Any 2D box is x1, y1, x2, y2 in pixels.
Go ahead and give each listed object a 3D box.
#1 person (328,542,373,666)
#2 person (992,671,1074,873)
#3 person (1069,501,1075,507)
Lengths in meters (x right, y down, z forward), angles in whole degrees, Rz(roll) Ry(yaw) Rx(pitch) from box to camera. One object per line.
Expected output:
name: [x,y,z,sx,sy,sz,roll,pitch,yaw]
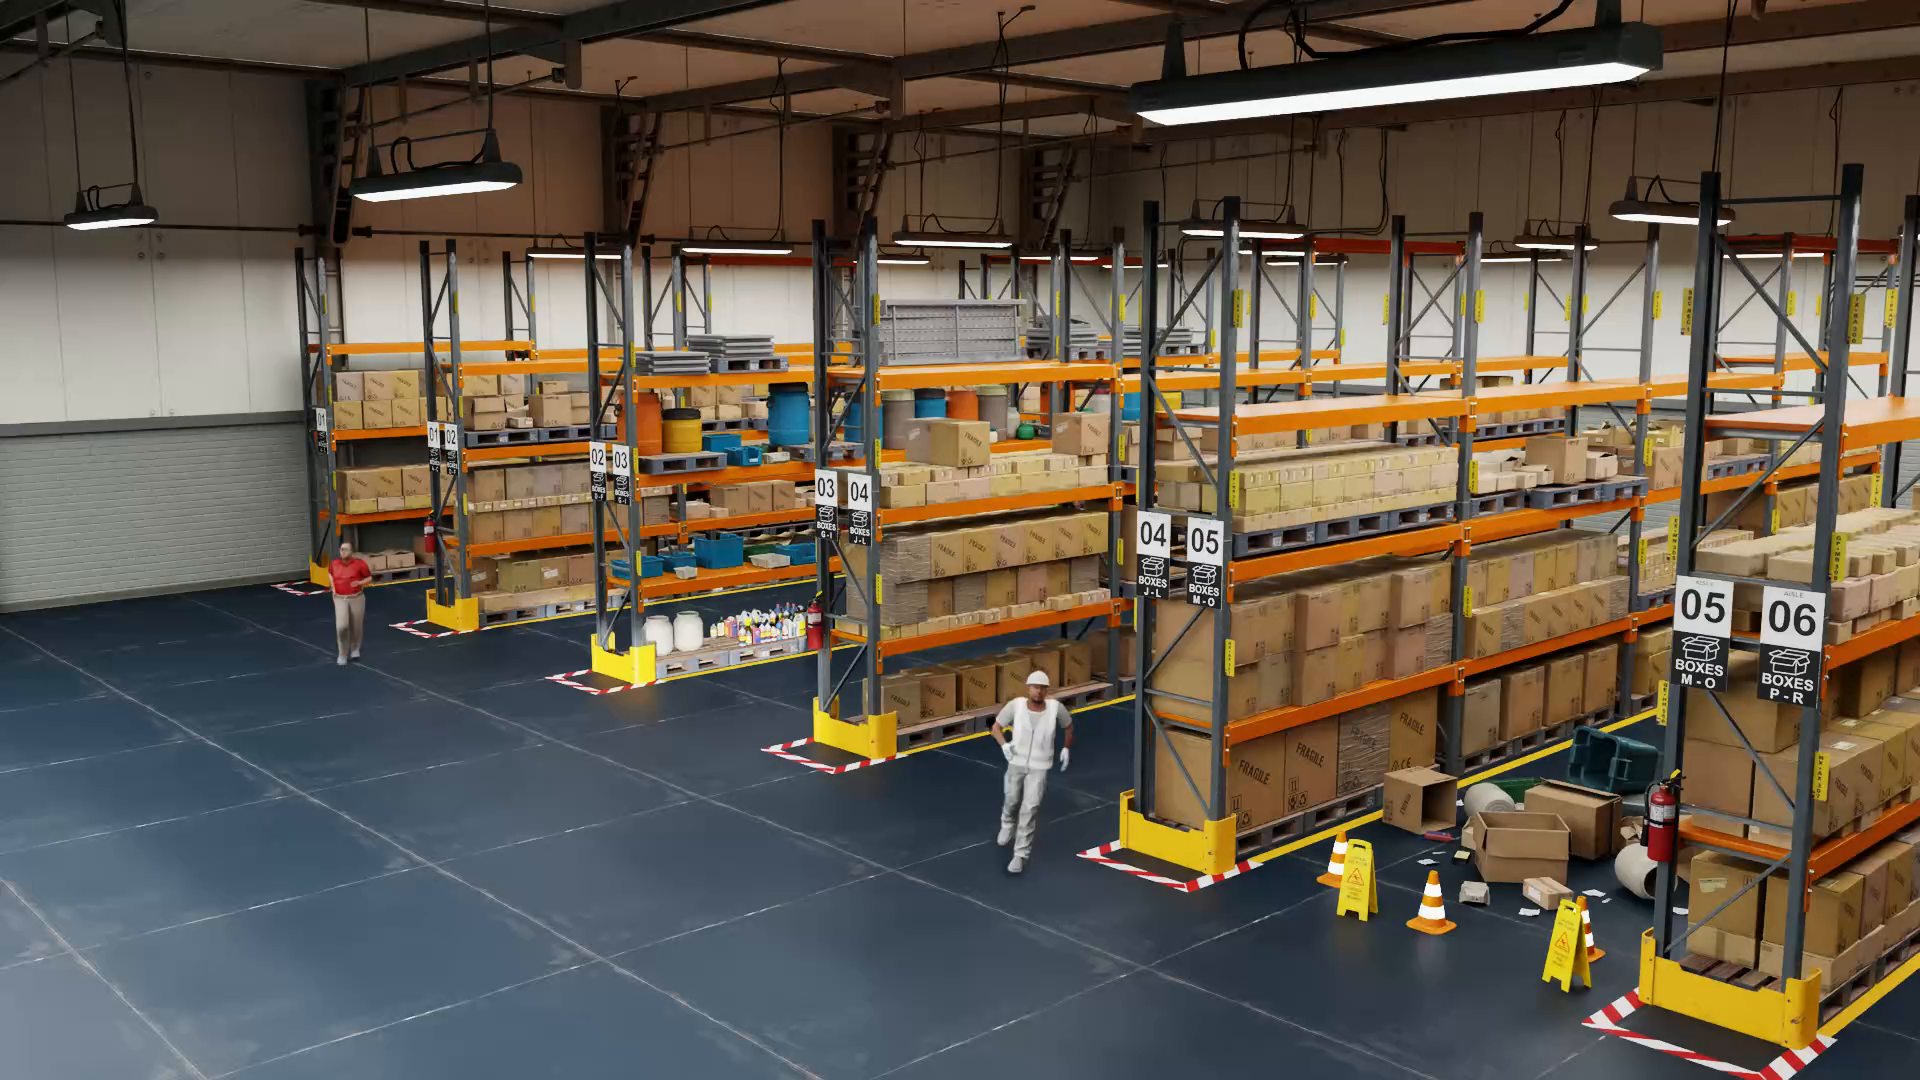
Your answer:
person: [-8.597,0.914,23.449,0.626,1.781,0.728,-2,9,-13]
person: [0.657,2.059,15.203,0.743,1.753,0.987,1,8,6]
person: [1.978,-0.459,32.610,0.650,1.733,0.652,7,11,39]
